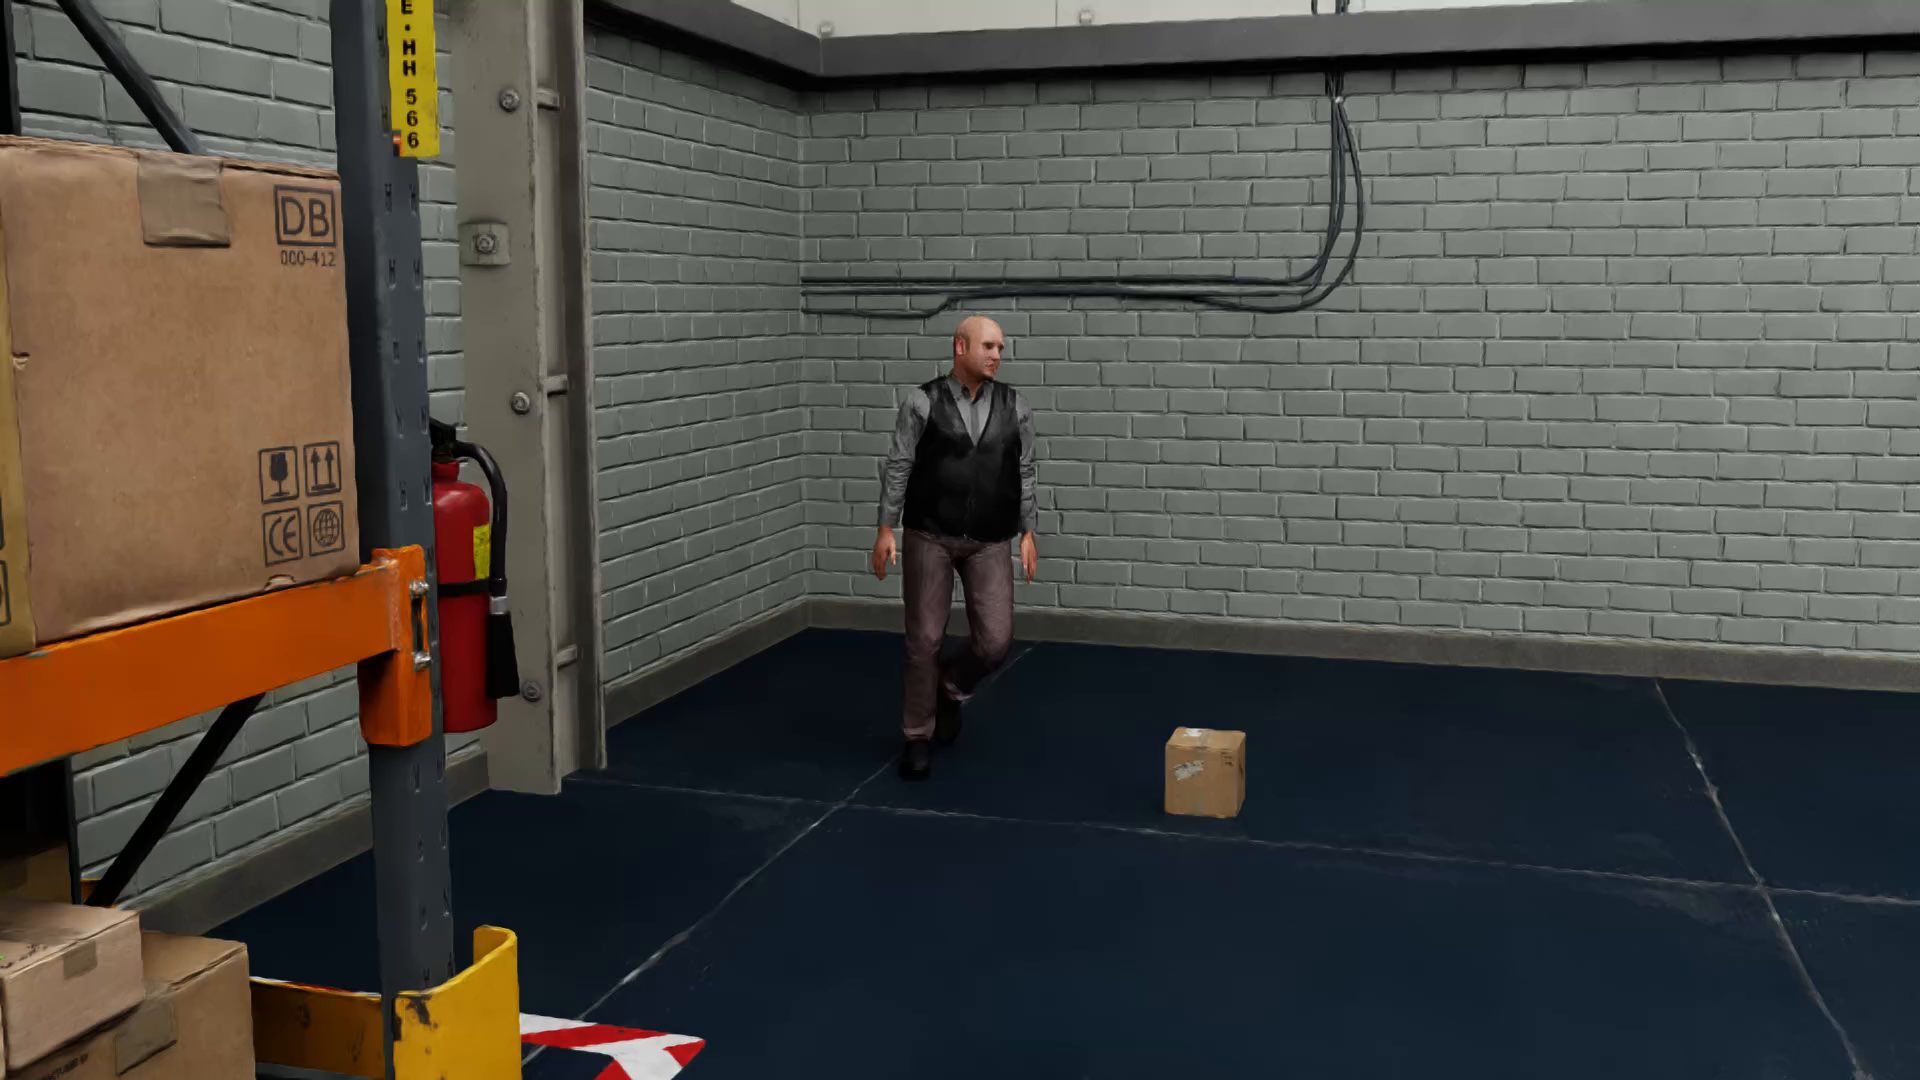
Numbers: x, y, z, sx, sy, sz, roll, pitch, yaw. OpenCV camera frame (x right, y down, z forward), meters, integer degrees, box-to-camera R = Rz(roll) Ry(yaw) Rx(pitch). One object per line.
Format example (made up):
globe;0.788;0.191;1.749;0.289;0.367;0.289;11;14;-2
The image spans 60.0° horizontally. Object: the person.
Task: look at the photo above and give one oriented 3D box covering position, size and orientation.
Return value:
person;-0.017;0.005;6.314;0.643;1.704;0.503;-1;8;-10
